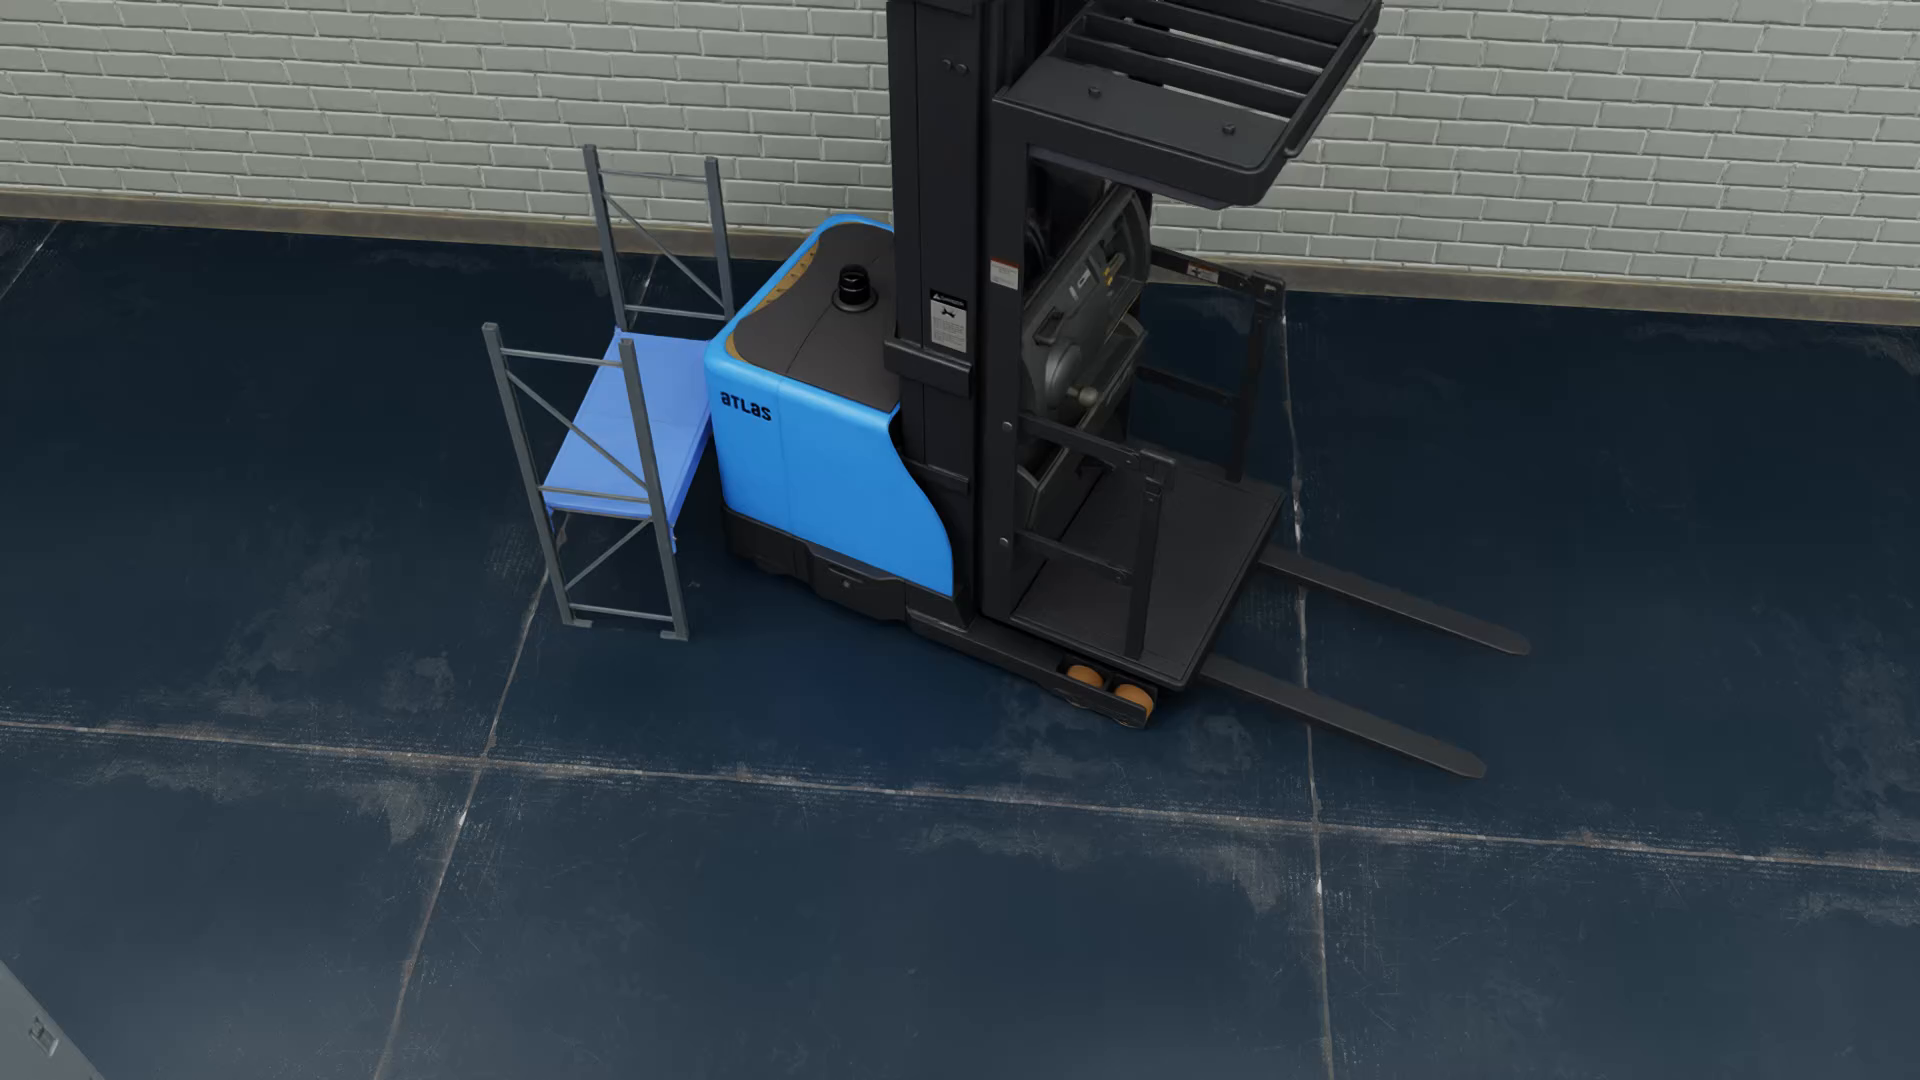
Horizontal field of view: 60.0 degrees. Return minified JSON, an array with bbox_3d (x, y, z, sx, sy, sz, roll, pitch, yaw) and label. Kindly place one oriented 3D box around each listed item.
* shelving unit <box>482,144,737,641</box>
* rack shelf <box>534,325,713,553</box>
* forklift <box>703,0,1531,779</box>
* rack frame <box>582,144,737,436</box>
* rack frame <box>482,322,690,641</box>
[{"bbox_3d":[-1.211,-0.528,6.242,0.538,1.500,1.048,7,48,7],"label":"shelving unit"},{"bbox_3d":[-1.211,-0.407,6.375,0.538,0.185,1.000,7,48,7],"label":"rack shelf"},{"bbox_3d":[0.607,-0.749,5.475,3.031,2.935,1.130,21,51,18],"label":"forklift"},{"bbox_3d":[-1.126,-0.898,6.581,0.500,1.500,0.032,7,48,7],"label":"rack frame"},{"bbox_3d":[-1.296,-0.158,5.904,0.500,1.500,0.032,7,48,7],"label":"rack frame"}]
